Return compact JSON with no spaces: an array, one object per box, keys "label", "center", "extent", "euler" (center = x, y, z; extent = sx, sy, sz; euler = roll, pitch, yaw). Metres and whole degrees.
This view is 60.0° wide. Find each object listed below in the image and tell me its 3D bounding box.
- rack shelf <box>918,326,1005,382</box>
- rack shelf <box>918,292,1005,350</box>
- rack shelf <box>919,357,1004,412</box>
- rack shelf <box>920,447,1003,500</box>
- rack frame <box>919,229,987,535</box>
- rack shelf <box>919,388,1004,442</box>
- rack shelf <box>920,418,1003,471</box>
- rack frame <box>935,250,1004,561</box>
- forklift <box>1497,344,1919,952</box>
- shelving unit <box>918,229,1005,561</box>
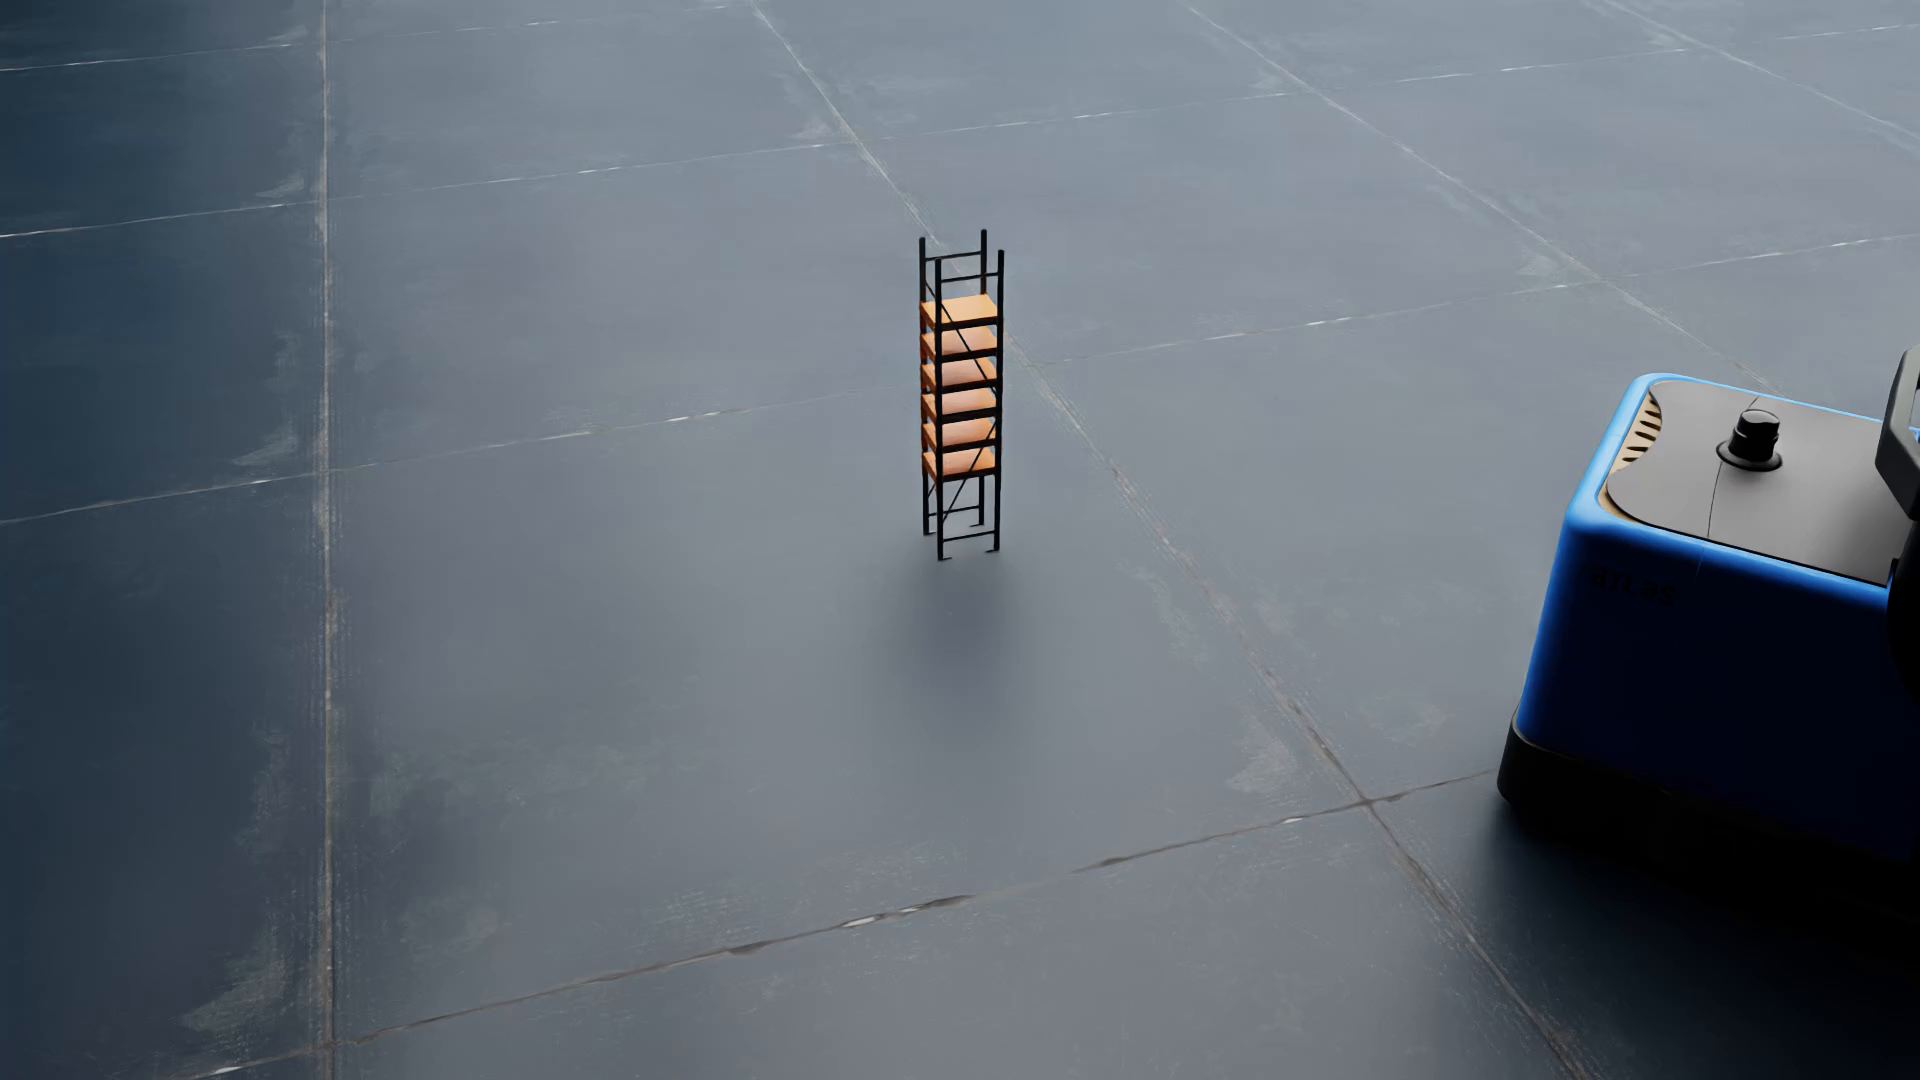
[{"label":"rack shelf","center":[0.004,-0.656,5.800],"extent":[0.258,0.103,0.180],"euler":[-10,35,-15]},{"label":"rack shelf","center":[0.004,-0.756,5.734],"extent":[0.258,0.103,0.180],"euler":[-10,35,-15]},{"label":"rack shelf","center":[0.004,-0.556,5.866],"extent":[0.258,0.103,0.180],"euler":[-10,35,-15]},{"label":"rack shelf","center":[0.004,-0.256,6.065],"extent":[0.258,0.103,0.180],"euler":[-10,35,-15]},{"label":"rack frame","center":[-0.023,-0.541,5.980],"extent":[0.240,1.200,0.006],"euler":[-10,35,-15]},{"label":"rack shelf","center":[0.004,-0.456,5.932],"extent":[0.258,0.103,0.180],"euler":[-10,35,-15]},{"label":"rack shelf","center":[0.004,-0.356,5.998],"extent":[0.258,0.103,0.180],"euler":[-10,35,-15]},{"label":"rack frame","center":[0.032,-0.445,5.835],"extent":[0.240,1.200,0.006],"euler":[-10,35,-15]},{"label":"forklift","center":[3.149,-0.227,3.935],"extent":[3.031,2.935,1.130],"euler":[18,37,25]},{"label":"shelving unit","center":[0.004,-0.493,5.908],"extent":[0.258,1.200,0.189],"euler":[-10,35,-15]}]
